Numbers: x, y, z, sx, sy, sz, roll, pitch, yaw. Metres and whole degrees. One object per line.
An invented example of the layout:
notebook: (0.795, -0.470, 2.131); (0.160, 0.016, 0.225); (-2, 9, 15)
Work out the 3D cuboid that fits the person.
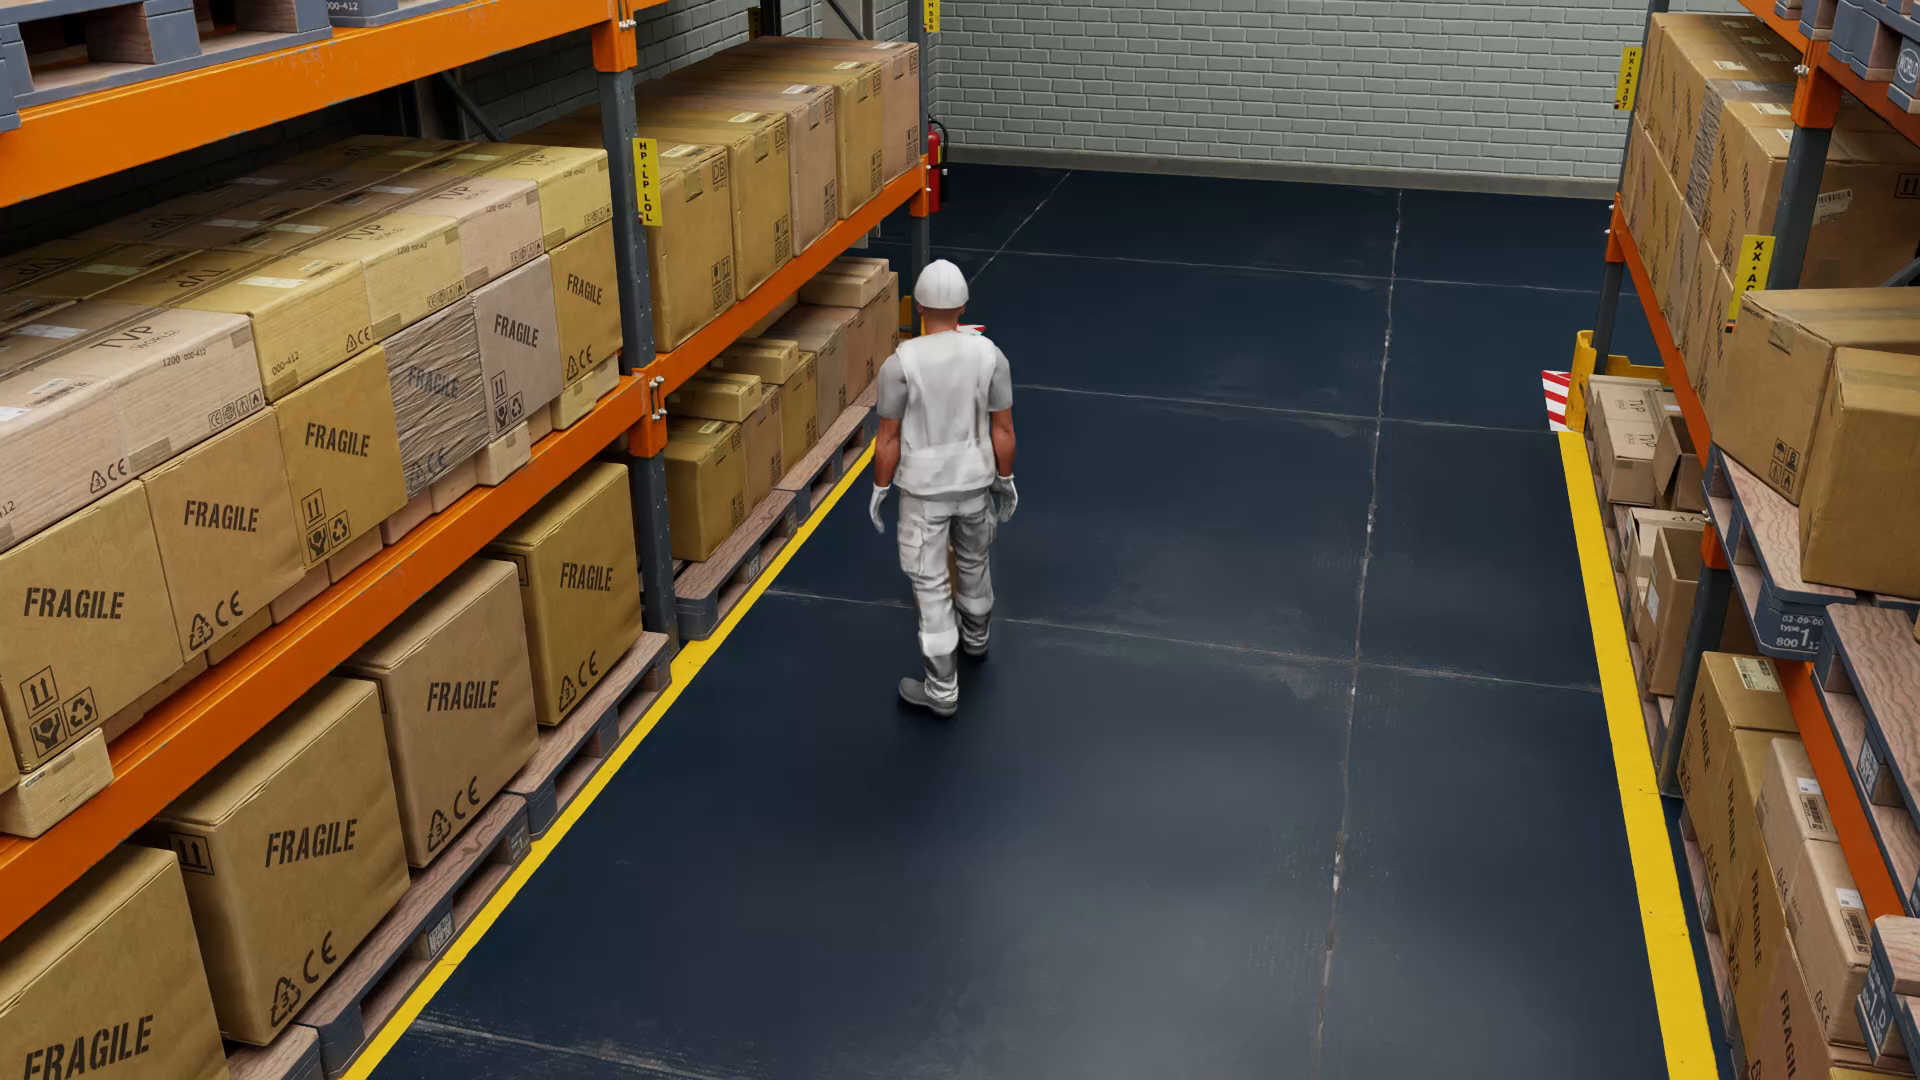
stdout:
person: (-0.092, -0.246, 6.571); (0.613, 1.772, 0.705); (-10, 27, -20)
